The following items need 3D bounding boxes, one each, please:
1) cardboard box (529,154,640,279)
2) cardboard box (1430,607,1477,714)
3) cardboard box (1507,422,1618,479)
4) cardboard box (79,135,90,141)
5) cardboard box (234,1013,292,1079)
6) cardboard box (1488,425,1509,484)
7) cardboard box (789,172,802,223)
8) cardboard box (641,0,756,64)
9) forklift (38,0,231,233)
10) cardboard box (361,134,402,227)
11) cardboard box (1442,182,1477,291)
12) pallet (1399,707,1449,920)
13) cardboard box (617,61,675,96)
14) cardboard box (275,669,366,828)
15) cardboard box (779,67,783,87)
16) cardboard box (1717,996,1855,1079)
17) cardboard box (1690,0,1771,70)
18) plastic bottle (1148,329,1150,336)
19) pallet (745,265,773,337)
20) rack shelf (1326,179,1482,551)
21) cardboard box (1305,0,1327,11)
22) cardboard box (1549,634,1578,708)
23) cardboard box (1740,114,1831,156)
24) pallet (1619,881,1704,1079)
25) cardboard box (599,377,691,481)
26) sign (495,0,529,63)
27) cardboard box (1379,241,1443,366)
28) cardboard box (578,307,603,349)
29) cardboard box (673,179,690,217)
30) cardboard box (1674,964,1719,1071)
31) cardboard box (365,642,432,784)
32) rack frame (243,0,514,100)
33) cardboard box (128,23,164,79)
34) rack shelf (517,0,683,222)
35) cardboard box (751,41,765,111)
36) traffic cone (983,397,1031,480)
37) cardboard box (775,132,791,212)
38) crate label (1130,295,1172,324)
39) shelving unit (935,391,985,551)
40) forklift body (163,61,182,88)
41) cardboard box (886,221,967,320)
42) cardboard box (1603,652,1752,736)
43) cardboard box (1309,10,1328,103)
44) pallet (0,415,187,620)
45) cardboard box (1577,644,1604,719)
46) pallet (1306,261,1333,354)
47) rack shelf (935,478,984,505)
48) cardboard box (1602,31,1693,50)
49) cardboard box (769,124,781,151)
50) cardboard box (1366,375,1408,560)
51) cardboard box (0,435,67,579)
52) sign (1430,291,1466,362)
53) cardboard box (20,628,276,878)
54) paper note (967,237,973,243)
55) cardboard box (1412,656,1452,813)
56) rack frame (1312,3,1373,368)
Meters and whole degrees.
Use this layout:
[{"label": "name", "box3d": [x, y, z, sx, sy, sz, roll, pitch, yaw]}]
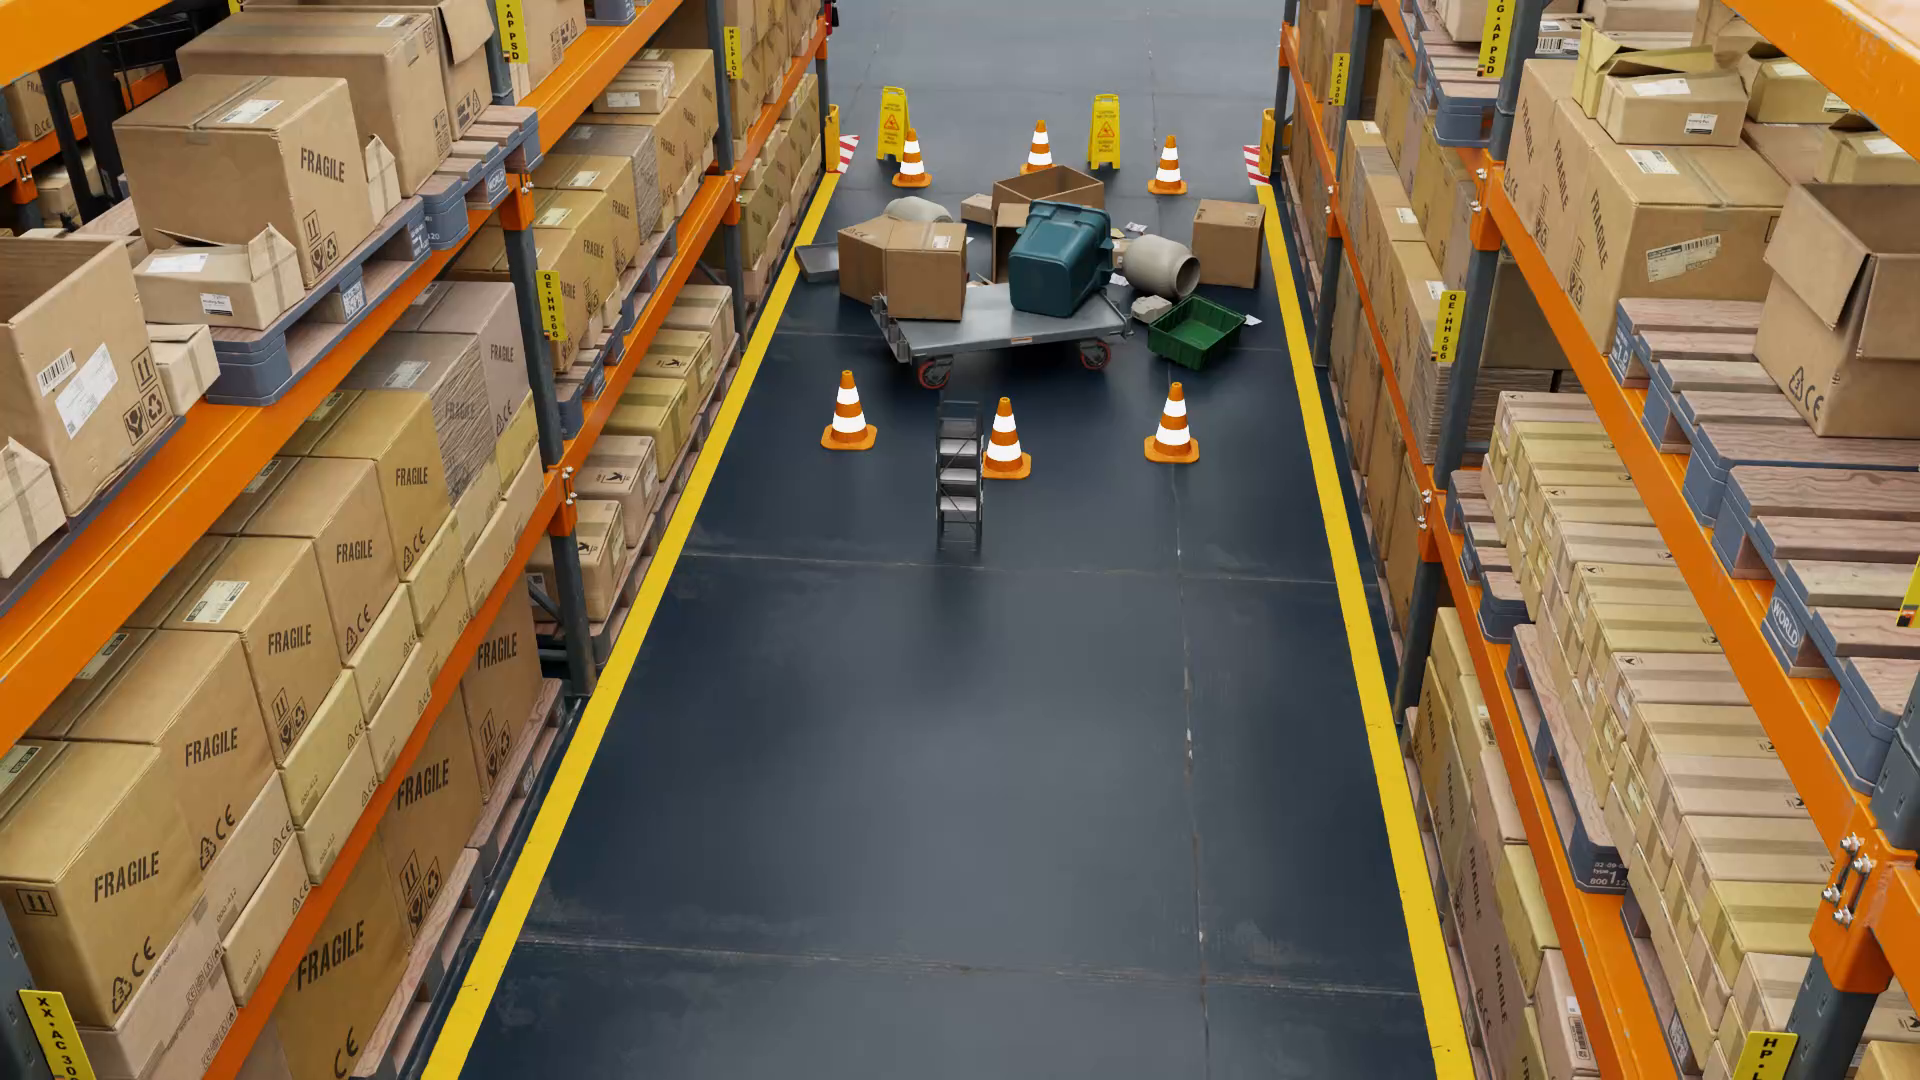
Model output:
[{"label": "cardboard box", "box3d": [-1.986, -1.668, 8.599, 0.500, 0.500, 0.500, 3, 32, 5]}, {"label": "cardboard box", "box3d": [2.319, 0.531, 7.077, 0.500, 0.250, 0.500, 1, 32, 2]}, {"label": "cardboard box", "box3d": [2.367, -0.337, 6.490, 0.380, 0.149, 0.250, 2, 32, 3]}, {"label": "cardboard box", "box3d": [-6.514, -3.047, 12.883, 0.500, 0.250, 0.500, 3, 32, 6]}, {"label": "cardboard box", "box3d": [-2.680, 1.946, 5.139, 0.875, 0.875, 0.875, 3, 32, 6]}, {"label": "cardboard box", "box3d": [2.377, -0.340, 6.779, 0.380, 0.149, 0.250, 4, 32, 6]}, {"label": "cardboard box", "box3d": [-1.559, -2.757, 13.366, 0.500, 0.250, 0.500, 1, 32, 2]}, {"label": "cardboard box", "box3d": [-1.748, -3.451, 10.940, 0.700, 0.500, 0.500, 2, 32, 3]}, {"label": "forklift", "box3d": [-4.935, -2.163, 10.246, 1.130, 2.935, 3.031, -27, 41, -37]}, {"label": "cardboard box", "box3d": [-2.089, -1.208, 5.500, 0.396, 0.266, 0.258, 2, 32, 3]}, {"label": "cardboard box", "box3d": [2.703, -1.353, 7.818, 0.700, 0.500, 0.500, 2, 32, 3]}, {"label": "pallet", "box3d": [2.552, 1.210, 7.366, 1.003, 0.211, 1.213, 2, 32, 4]}, {"label": "cardboard box", "box3d": [-1.855, -2.648, 9.571, 0.380, 0.149, 0.250, 2, 32, 3]}, {"label": "cardboard box", "box3d": [-2.252, 0.644, 5.293, 0.500, 0.250, 0.500, 3, 32, 5]}, {"label": "cardboard box", "box3d": [-1.548, -3.481, 12.560, 0.380, 0.149, 0.250, 2, 32, 4]}, {"label": "cardboard box", "box3d": [2.127, 1.291, 4.132, 0.380, 0.149, 0.250, 3, 32, 5]}, {"label": "cardboard box", "box3d": [2.843, -1.808, 5.922, 0.396, 0.266, 0.258, 2, 32, 4]}, {"label": "plastic bottle", "box3d": [1.461, -1.435, 11.801, 0.133, 0.061, 0.283, -14, 34, -21]}, {"label": "pallet", "box3d": [-1.980, -1.801, 12.252, 1.003, 0.211, 1.213, 2, 32, 4]}, {"label": "rack shelf", "box3d": [2.779, -1.125, 9.183, 1.077, 0.370, 4.000, 2, 32, 4]}, {"label": "cardboard box", "box3d": [3.065, -4.321, 12.511, 0.875, 0.550, 0.550, 2, 32, 4]}, {"label": "cardboard box", "box3d": [2.273, 0.461, 5.762, 0.380, 0.149, 0.250, 3, 32, 5]}, {"label": "cardboard box", "box3d": [2.796, -1.134, 5.556, 0.500, 0.500, 0.500, 2, 32, 4]}, {"label": "pallet", "box3d": [2.498, 1.394, 4.592, 1.003, 0.211, 1.213, 2, 32, 4]}, {"label": "cardboard box", "box3d": [-2.150, -0.682, 9.882, 0.950, 0.372, 0.625, 3, 32, 6]}, {"label": "sign", "box3d": [-1.773, -2.047, 6.565, 0.100, 0.325, 0.005, 2, 32, 4]}, {"label": "cardboard box", "box3d": [2.468, -1.197, 8.519, 0.500, 0.500, 0.500, 2, 32, 3]}, {"label": "cardboard box", "box3d": [-1.989, -1.066, 8.239, 0.380, 0.149, 0.250, 0, 32, 1]}, {"label": "cardboard box", "box3d": [-1.808, -2.020, 9.788, 0.380, 0.149, 0.250, 3, 32, 4]}, {"label": "cardboard box", "box3d": [2.146, 1.282, 4.430, 0.380, 0.149, 0.250, 3, 32, 4]}, {"label": "cardboard box", "box3d": [-2.204, 0.593, 5.851, 0.500, 0.250, 0.500, 2, 32, 3]}, {"label": "rack frame", "box3d": [-2.325, -3.098, 5.980, 1.000, 3.000, 0.127, 2, 32, 4]}, {"label": "cardboard box", "box3d": [-6.523, -3.909, 12.919, 0.500, 0.500, 0.500, 3, 32, 4]}, {"label": "rack shelf", "box3d": [-2.162, -2.561, 8.653, 1.077, 0.370, 4.000, 2, 32, 4]}, {"label": "cardboard box", "box3d": [-1.668, -3.287, 11.626, 0.500, 0.500, 0.500, 2, 32, 4]}, {"label": "traffic cone", "box3d": [0.268, -0.653, 10.149, 0.336, 0.463, 0.334, 2, 32, 4]}, {"label": "cardboard box", "box3d": [-1.607, -2.812, 12.739, 0.500, 0.500, 0.500, 4, 32, 7]}, {"label": "crate label", "box3d": [1.400, -1.677, 12.120, 0.298, 0.136, 0.250, -20, 37, -29]}, {"label": "shelving unit", "box3d": [-0.001, -0.379, 9.287, 0.258, 0.900, 0.210, 2, 32, 4]}, {"label": "forklift body", "box3d": [-4.957, -3.507, 13.170, 2.313, 2.155, 1.214, 2, 32, 4]}, {"label": "cardboard box", "box3d": [-0.223, -1.834, 11.307, 0.500, 0.500, 0.500, 2, 32, 4]}, {"label": "cardboard box", "box3d": [2.236, 0.481, 5.163, 0.380, 0.149, 0.250, 1, 32, 2]}, {"label": "cardboard box", "box3d": [3.087, -3.582, 12.340, 0.875, 0.550, 0.500, 2, 32, 4]}, {"label": "pallet", "box3d": [-2.625, -0.130, 4.205, 0.805, 0.209, 1.217, 1, 32, 2]}, {"label": "cardboard box", "box3d": [2.256, 0.475, 5.456, 0.380, 0.149, 0.250, 4, 32, 6]}, {"label": "pallet", "box3d": [3.082, -1.684, 12.062, 1.003, 0.211, 1.213, 2, 32, 4]}, {"label": "rack shelf", "box3d": [-0.001, -0.274, 9.352, 0.258, 0.077, 0.200, 2, 32, 4]}, {"label": "cardboard box", "box3d": [2.803, -1.945, 6.712, 0.380, 0.149, 0.250, 1, 32, 2]}, {"label": "cardboard box", "box3d": [-1.553, -3.009, 12.441, 0.380, 0.149, 0.250, 4, 32, 7]}, {"label": "cardboard box", "box3d": [2.824, -0.379, 9.029, 1.050, 0.750, 0.750, 3, 32, 5]}, {"label": "cardboard box", "box3d": [-2.261, -0.098, 3.699, 0.396, 0.266, 0.258, 2, 32, 4]}, {"label": "sign", "box3d": [2.063, -0.900, 7.029, 0.100, 0.325, 0.005, 2, 32, 4]}, {"label": "cardboard box", "box3d": [-2.315, 0.594, 4.659, 0.500, 0.500, 0.500, 2, 32, 4]}, {"label": "paper note", "box3d": [0.014, -2.441, 13.474, 0.148, 0.019, 0.142, 14, 34, 21]}, {"label": "cardboard box", "box3d": [2.305, 0.859, 7.260, 0.500, 0.500, 0.500, 1, 32, 2]}, {"label": "rack frame", "box3d": [2.942, -2.477, 10.691, 1.000, 3.000, 0.127, 2, 32, 4]}]
